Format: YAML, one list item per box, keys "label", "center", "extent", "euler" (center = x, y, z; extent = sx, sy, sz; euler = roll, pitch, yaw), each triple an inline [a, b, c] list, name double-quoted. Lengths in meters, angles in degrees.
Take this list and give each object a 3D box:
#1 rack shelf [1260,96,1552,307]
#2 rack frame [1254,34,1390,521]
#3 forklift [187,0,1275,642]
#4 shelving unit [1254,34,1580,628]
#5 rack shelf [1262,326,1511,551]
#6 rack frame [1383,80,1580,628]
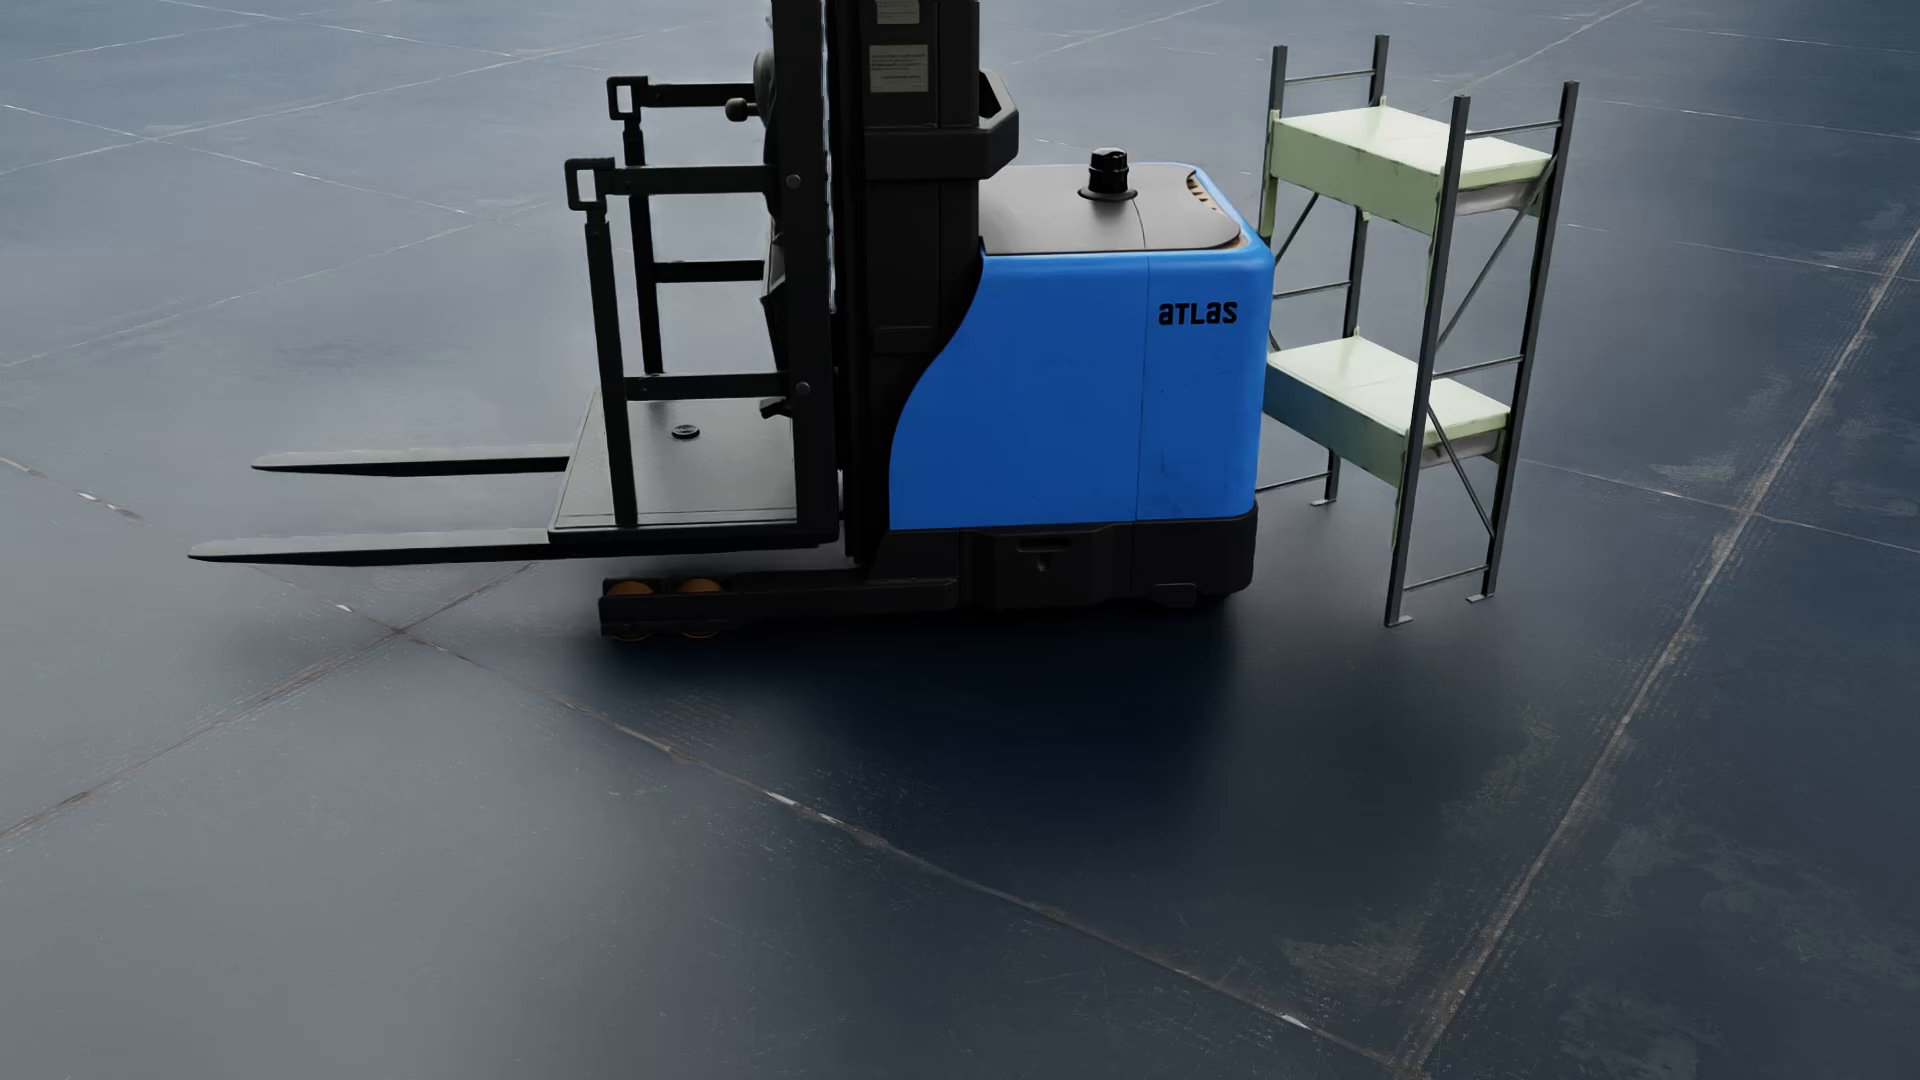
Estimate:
- label: "rack shelf"
  center: [1.231, -0.959, 4.619]
  extent: [0.431, 0.370, 0.720]
  euler: [-13, 30, -24]
- label: "rack frame"
  center: [1.063, -0.758, 5.086]
  extent: [0.400, 1.500, 0.023]
  euler: [-13, 30, -24]
- label: "forklift"
  center: [-0.690, -1.270, 4.513]
  extent: [3.031, 2.935, 1.130]
  euler: [-2, 27, -4]
- label: "shelving unit"
  center: [1.231, -0.611, 4.796]
  extent: [0.431, 1.500, 0.755]
  euler: [-13, 30, -24]
- label: "rack shelf"
  center: [1.230, -0.320, 4.944]
  extent: [0.431, 0.370, 0.720]
  euler: [-13, 30, -24]
- label: "rack frame"
  center: [1.399, -0.463, 4.506]
  extent: [0.400, 1.500, 0.023]
  euler: [-13, 30, -24]
